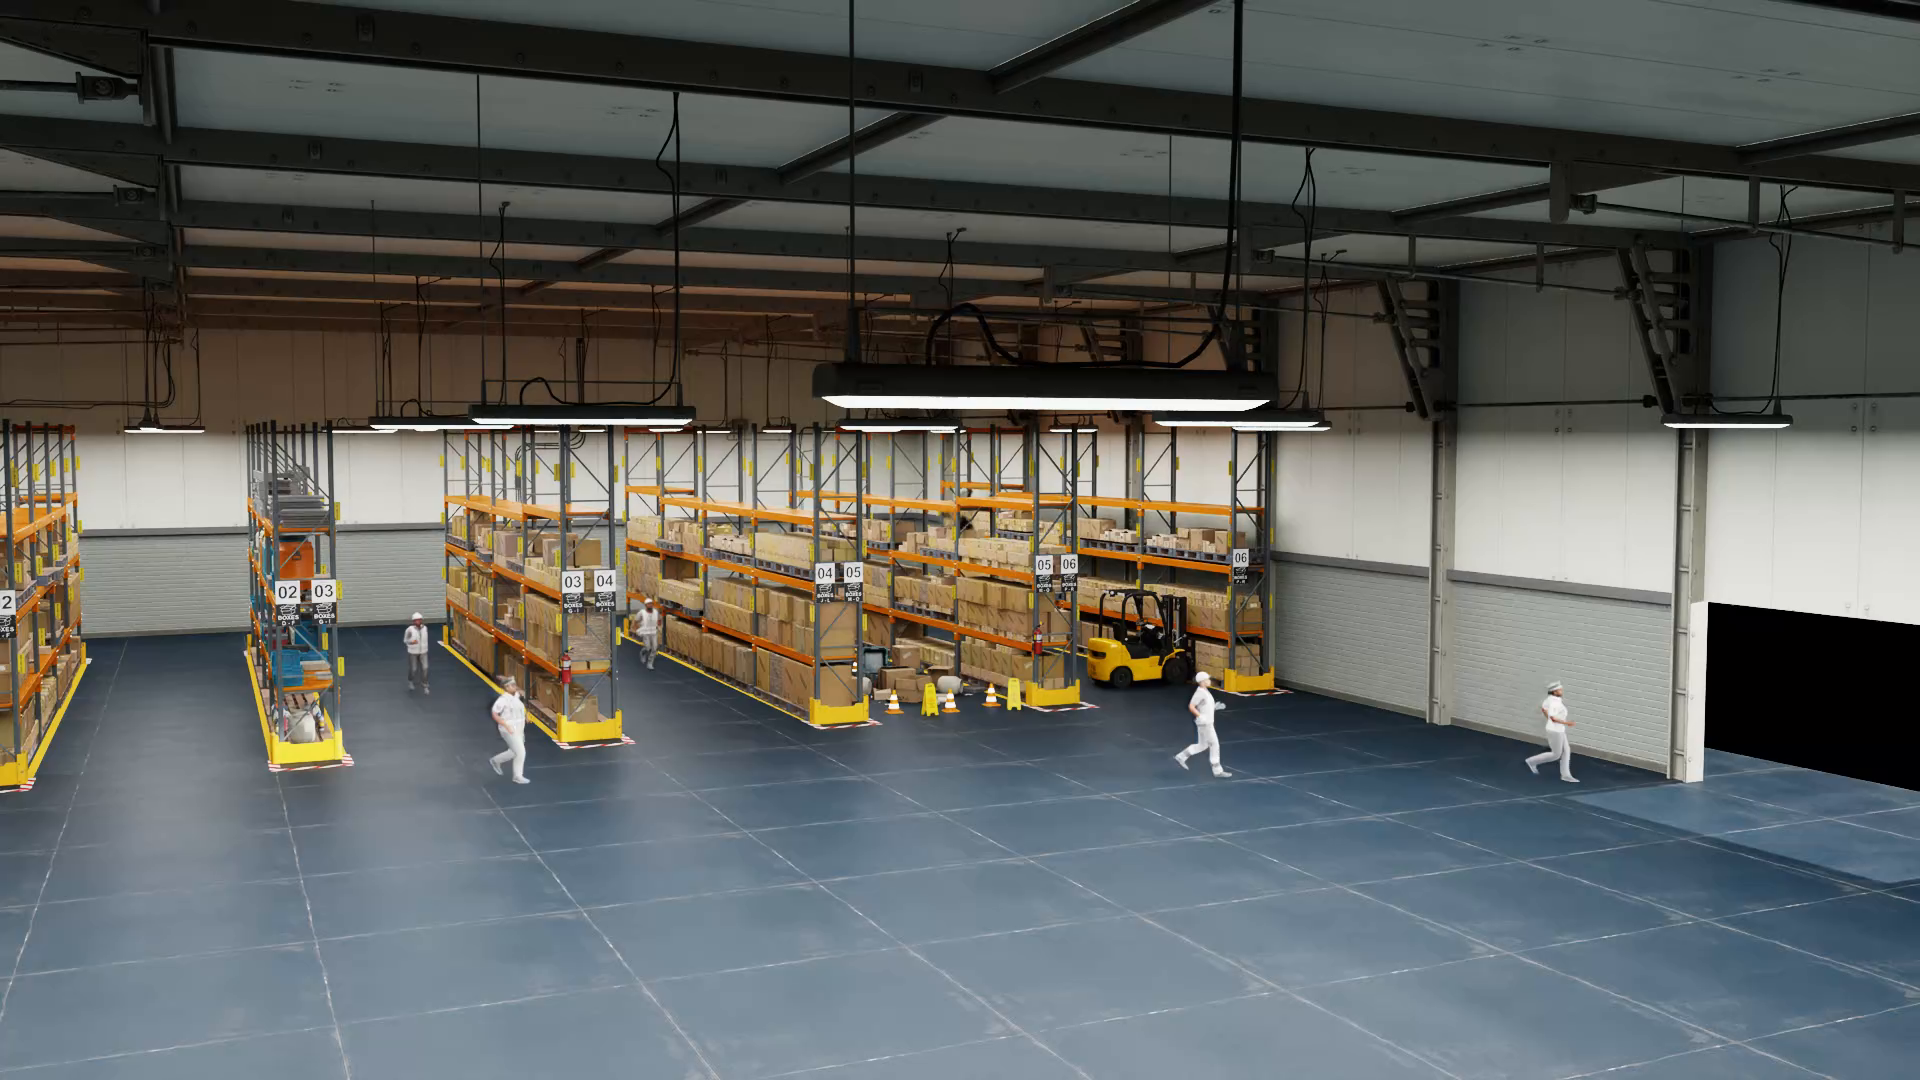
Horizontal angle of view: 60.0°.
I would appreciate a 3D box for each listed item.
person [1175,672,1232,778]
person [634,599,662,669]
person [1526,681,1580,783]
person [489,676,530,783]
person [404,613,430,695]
[{"bbox_3d":[4.077,3.083,27.844,0.967,1.768,0.667,1,4,11],"label":"person"},{"bbox_3d":[-7.640,2.305,40.863,0.675,1.733,0.599,-2,4,-29],"label":"person"},{"bbox_3d":[9.818,3.167,27.503,0.851,1.687,0.579,1,4,19],"label":"person"},{"bbox_3d":[-7.456,3.132,27.545,0.729,1.779,0.656,1,4,13],"label":"person"},{"bbox_3d":[-12.091,2.509,37.030,0.623,1.790,0.924,-2,4,-35],"label":"person"}]
